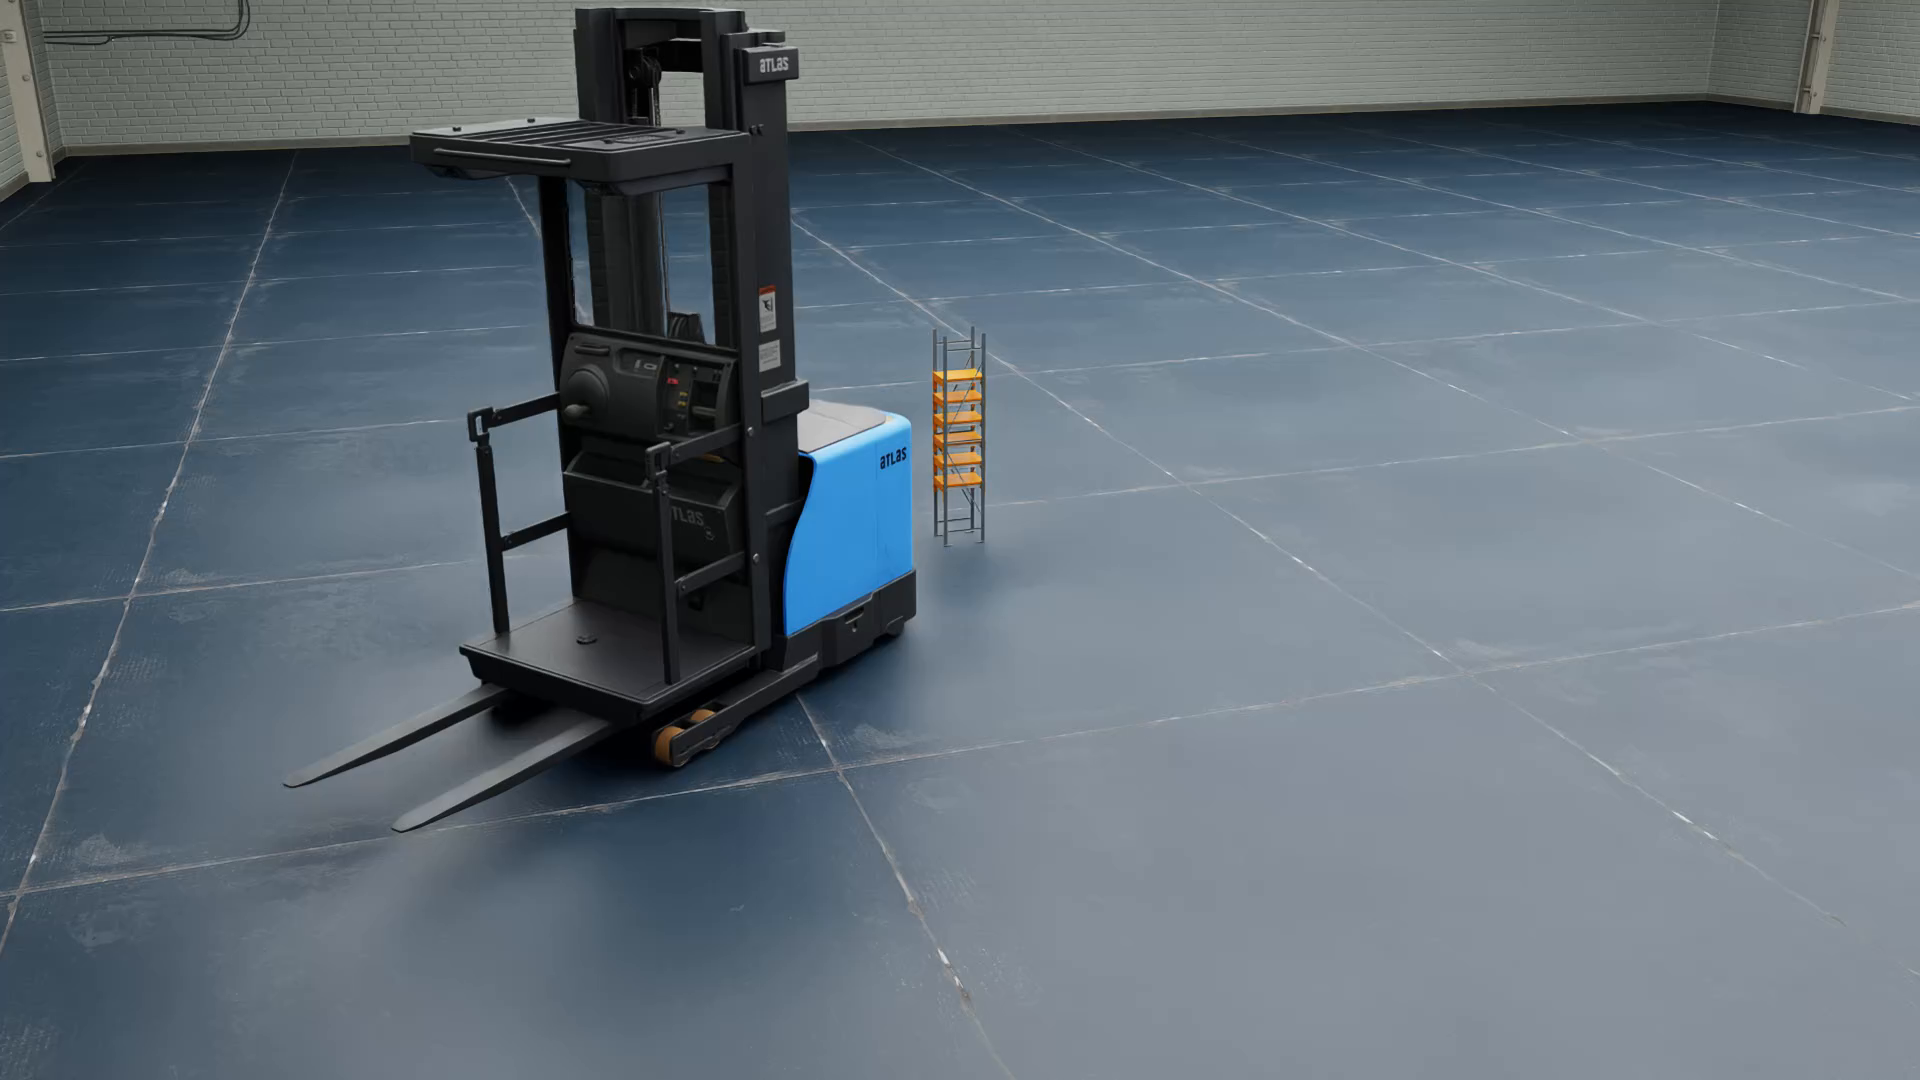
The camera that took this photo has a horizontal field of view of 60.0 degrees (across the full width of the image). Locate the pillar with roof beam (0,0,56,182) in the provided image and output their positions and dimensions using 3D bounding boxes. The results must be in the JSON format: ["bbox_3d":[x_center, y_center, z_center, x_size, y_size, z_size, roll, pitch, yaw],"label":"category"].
[{"bbox_3d":[-9.005,-9.823,23.452,9.100,9.000,0.400,-6,21,-17],"label":"pillar with roof beam"}]

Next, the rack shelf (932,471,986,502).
[{"bbox_3d":[-0.005,-0.302,9.323,0.258,0.103,0.180,-6,21,-17],"label":"rack shelf"}]

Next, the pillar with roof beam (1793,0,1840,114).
[{"bbox_3d":[12.725,-12.255,30.223,9.100,9.000,0.400,-6,21,-17],"label":"pillar with roof beam"}]

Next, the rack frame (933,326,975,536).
[{"bbox_3d":[-0.033,-0.599,9.308,0.240,1.200,0.006,-6,21,-17],"label":"rack frame"}]

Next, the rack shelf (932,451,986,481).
[{"bbox_3d":[-0.005,-0.415,9.282,0.258,0.103,0.180,-6,21,-17],"label":"rack shelf"}]

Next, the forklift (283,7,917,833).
[{"bbox_3d":[-1.436,-0.628,6.828,1.130,2.935,3.031,12,23,31],"label":"forklift"}]

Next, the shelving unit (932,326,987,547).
[{"bbox_3d":[-0.005,-0.569,9.227,0.258,1.200,0.189,-6,21,-17],"label":"shelving unit"}]

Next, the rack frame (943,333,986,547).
[{"bbox_3d":[0.024,-0.540,9.145,0.240,1.200,0.006,-6,21,-17],"label":"rack frame"}]

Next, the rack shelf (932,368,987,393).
[{"bbox_3d":[-0.005,-0.866,9.120,0.258,0.103,0.180,-6,21,-17],"label":"rack shelf"}]

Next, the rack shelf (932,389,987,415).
[{"bbox_3d":[-0.005,-0.753,9.160,0.258,0.103,0.180,-6,21,-17],"label":"rack shelf"}]

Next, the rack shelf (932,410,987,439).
[{"bbox_3d":[-0.005,-0.640,9.201,0.258,0.103,0.180,-6,21,-17],"label":"rack shelf"}]

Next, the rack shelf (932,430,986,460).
[{"bbox_3d":[-0.005,-0.528,9.242,0.258,0.103,0.180,-6,21,-17],"label":"rack shelf"}]

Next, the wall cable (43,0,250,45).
[{"bbox_3d":[-12.763,-8.990,25.726,3.097,2.526,0.112,-6,21,-17],"label":"wall cable"}]
